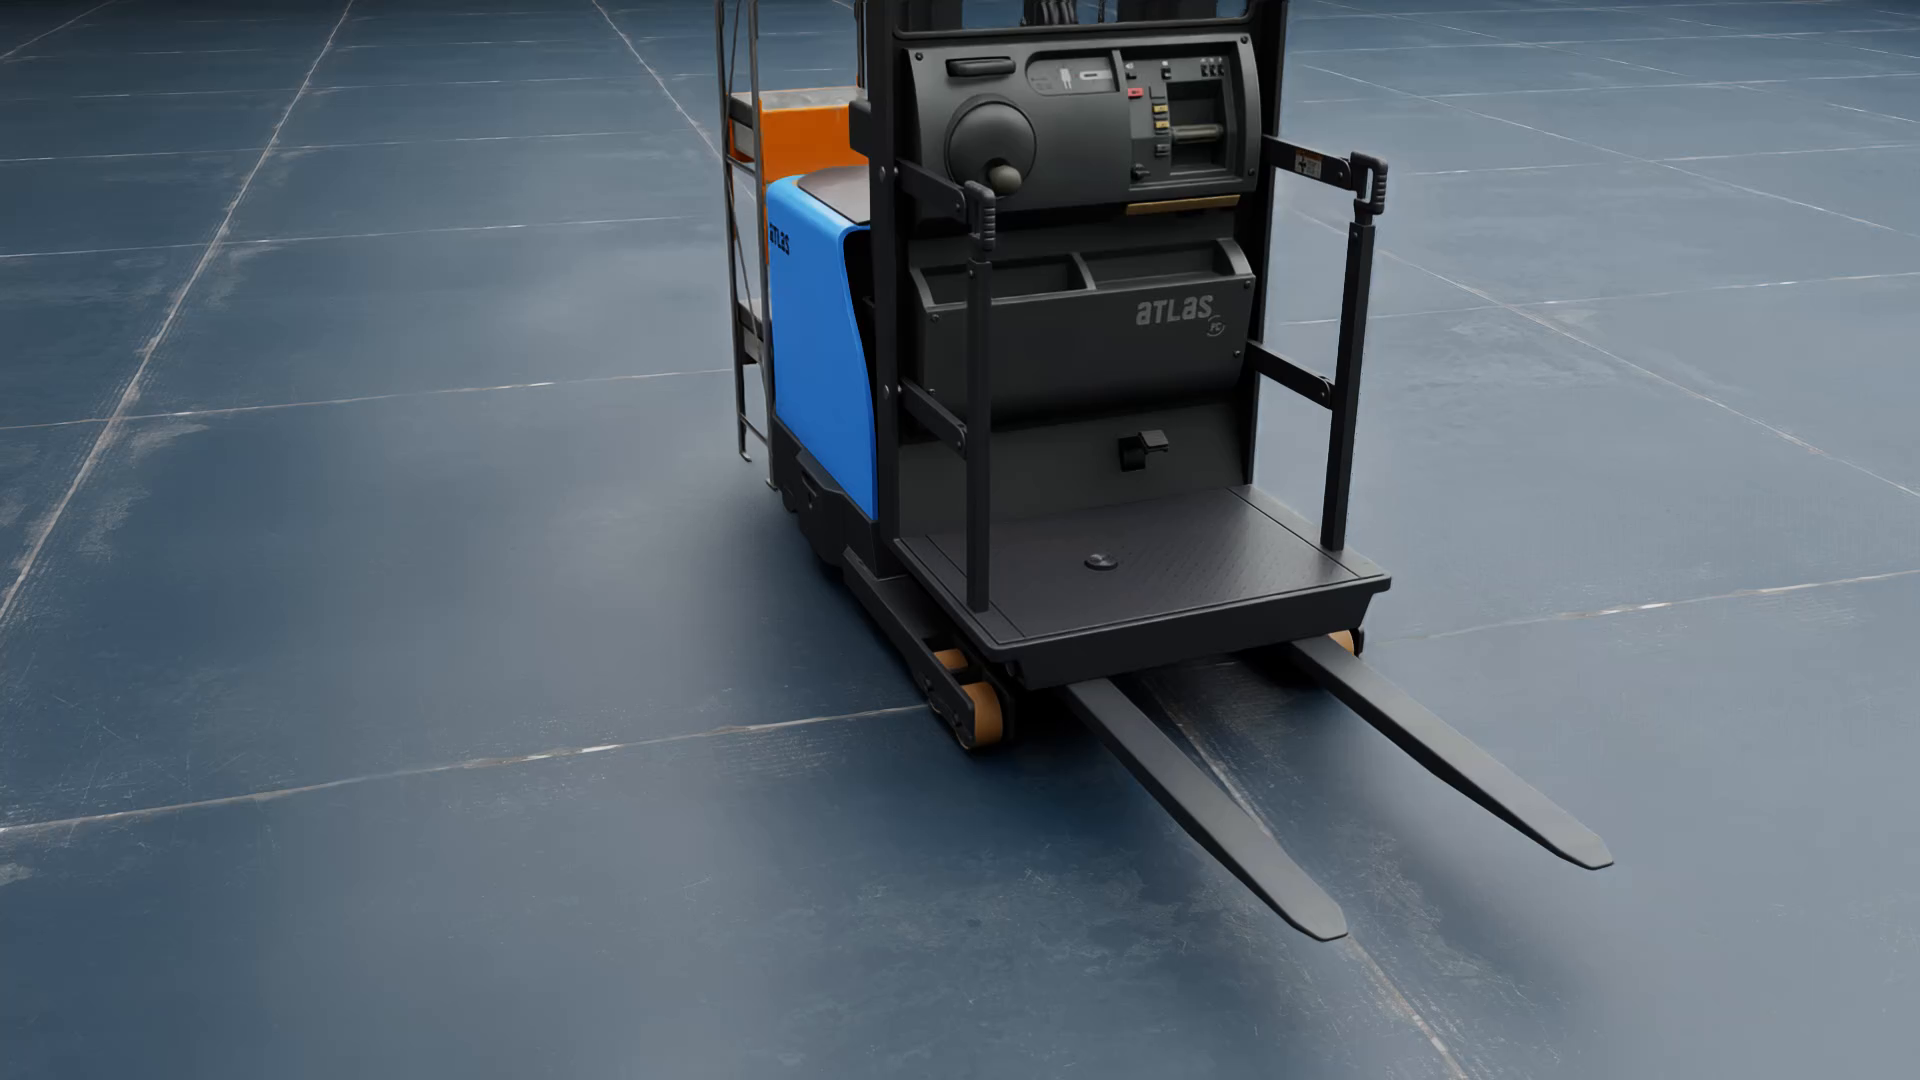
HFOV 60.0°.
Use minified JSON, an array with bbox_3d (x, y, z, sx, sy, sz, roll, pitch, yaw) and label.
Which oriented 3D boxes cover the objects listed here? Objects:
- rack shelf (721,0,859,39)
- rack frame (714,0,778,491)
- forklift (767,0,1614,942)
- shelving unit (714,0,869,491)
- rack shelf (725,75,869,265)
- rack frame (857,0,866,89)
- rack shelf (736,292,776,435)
[{"bbox_3d":[-0.483,-1.875,5.216,0.480,0.518,0.431,-10,25,-22],"label":"rack shelf"},{"bbox_3d":[-0.706,-1.205,5.396,0.015,2.100,0.400,-10,25,-22],"label":"rack frame"},{"bbox_3d":[0.402,-1.023,3.916,1.130,2.935,3.031,-9,25,-20],"label":"forklift"},{"bbox_3d":[-0.483,-1.244,5.487,0.503,2.100,0.431,-10,25,-22],"label":"shelving unit"},{"bbox_3d":[-0.483,-1.232,5.492,0.480,0.518,0.431,-10,25,-22],"label":"rack shelf"},{"bbox_3d":[-0.260,-1.283,5.577,0.015,2.100,0.400,-10,25,-22],"label":"rack frame"},{"bbox_3d":[-0.483,-0.588,5.768,0.480,0.518,0.431,-10,25,-22],"label":"rack shelf"}]
